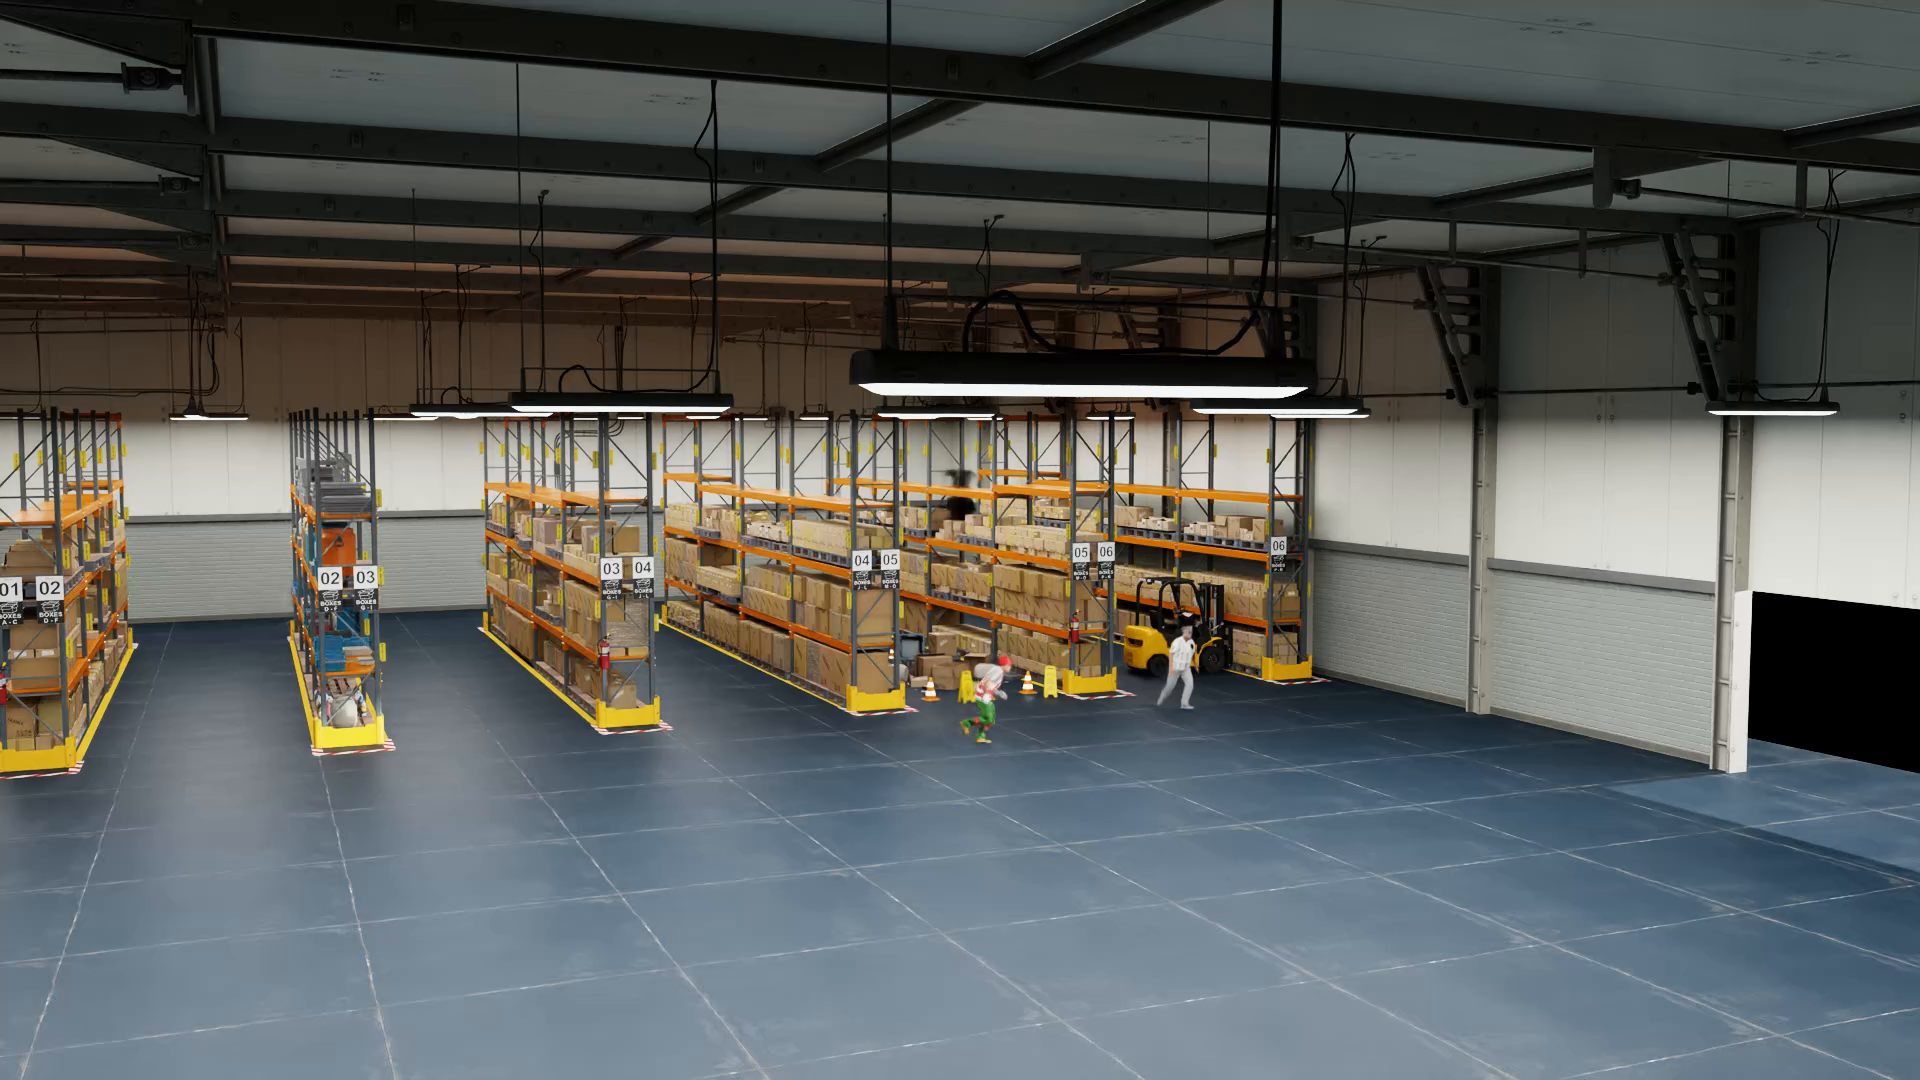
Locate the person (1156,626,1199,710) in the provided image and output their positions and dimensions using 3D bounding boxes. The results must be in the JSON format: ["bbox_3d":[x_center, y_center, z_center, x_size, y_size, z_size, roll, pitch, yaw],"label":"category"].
[{"bbox_3d":[4.393,2.534,33.485,0.725,1.692,0.856,-3,5,-33],"label":"person"}]

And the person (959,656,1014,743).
[{"bbox_3d":[0.476,2.864,29.721,0.975,1.573,0.677,0,4,2],"label":"person"}]

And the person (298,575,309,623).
[{"bbox_3d":[-17.701,1.743,45.201,0.787,1.690,0.582,-2,5,-28],"label":"person"}]
